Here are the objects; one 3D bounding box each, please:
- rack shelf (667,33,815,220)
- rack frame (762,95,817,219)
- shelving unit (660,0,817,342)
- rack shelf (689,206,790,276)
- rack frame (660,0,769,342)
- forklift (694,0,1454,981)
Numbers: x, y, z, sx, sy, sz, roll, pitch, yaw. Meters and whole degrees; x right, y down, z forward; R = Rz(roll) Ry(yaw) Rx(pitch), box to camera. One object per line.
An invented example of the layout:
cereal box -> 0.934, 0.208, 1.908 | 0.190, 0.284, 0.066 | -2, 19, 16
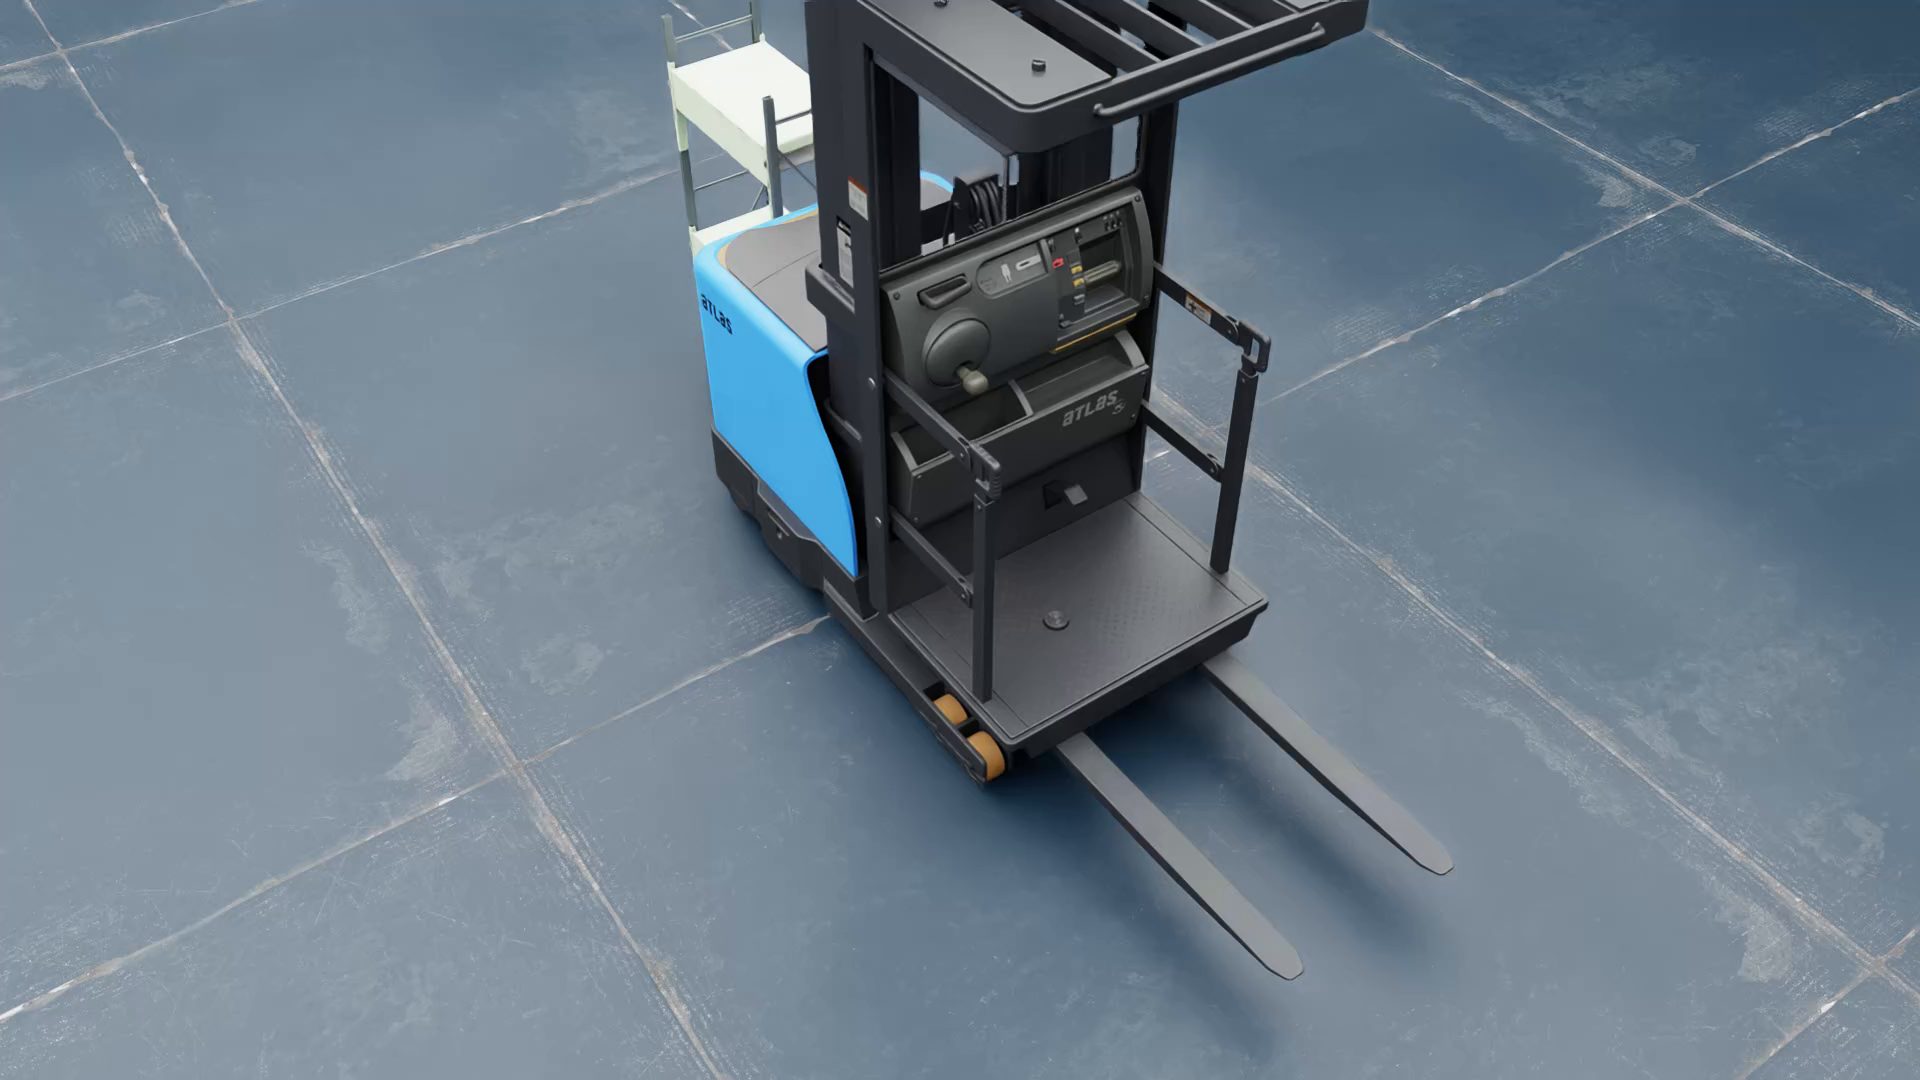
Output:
rack shelf -> -0.716, -1.524, 6.195 | 0.431, 0.370, 0.720 | -26, 49, -25
rack frame -> -0.505, -1.035, 6.248 | 0.400, 1.500, 0.023 | -26, 49, -25
shelving unit -> -0.716, -1.242, 6.465 | 0.431, 1.500, 0.755 | -26, 49, -25
rack shelf -> -0.716, -1.006, 6.690 | 0.431, 0.370, 0.720 | -26, 49, -25
rack frame -> -0.927, -1.448, 6.681 | 0.400, 1.500, 0.023 | -26, 49, -25
forklift -> 0.319, -0.655, 4.814 | 1.130, 2.935, 3.031 | -26, 49, -25
